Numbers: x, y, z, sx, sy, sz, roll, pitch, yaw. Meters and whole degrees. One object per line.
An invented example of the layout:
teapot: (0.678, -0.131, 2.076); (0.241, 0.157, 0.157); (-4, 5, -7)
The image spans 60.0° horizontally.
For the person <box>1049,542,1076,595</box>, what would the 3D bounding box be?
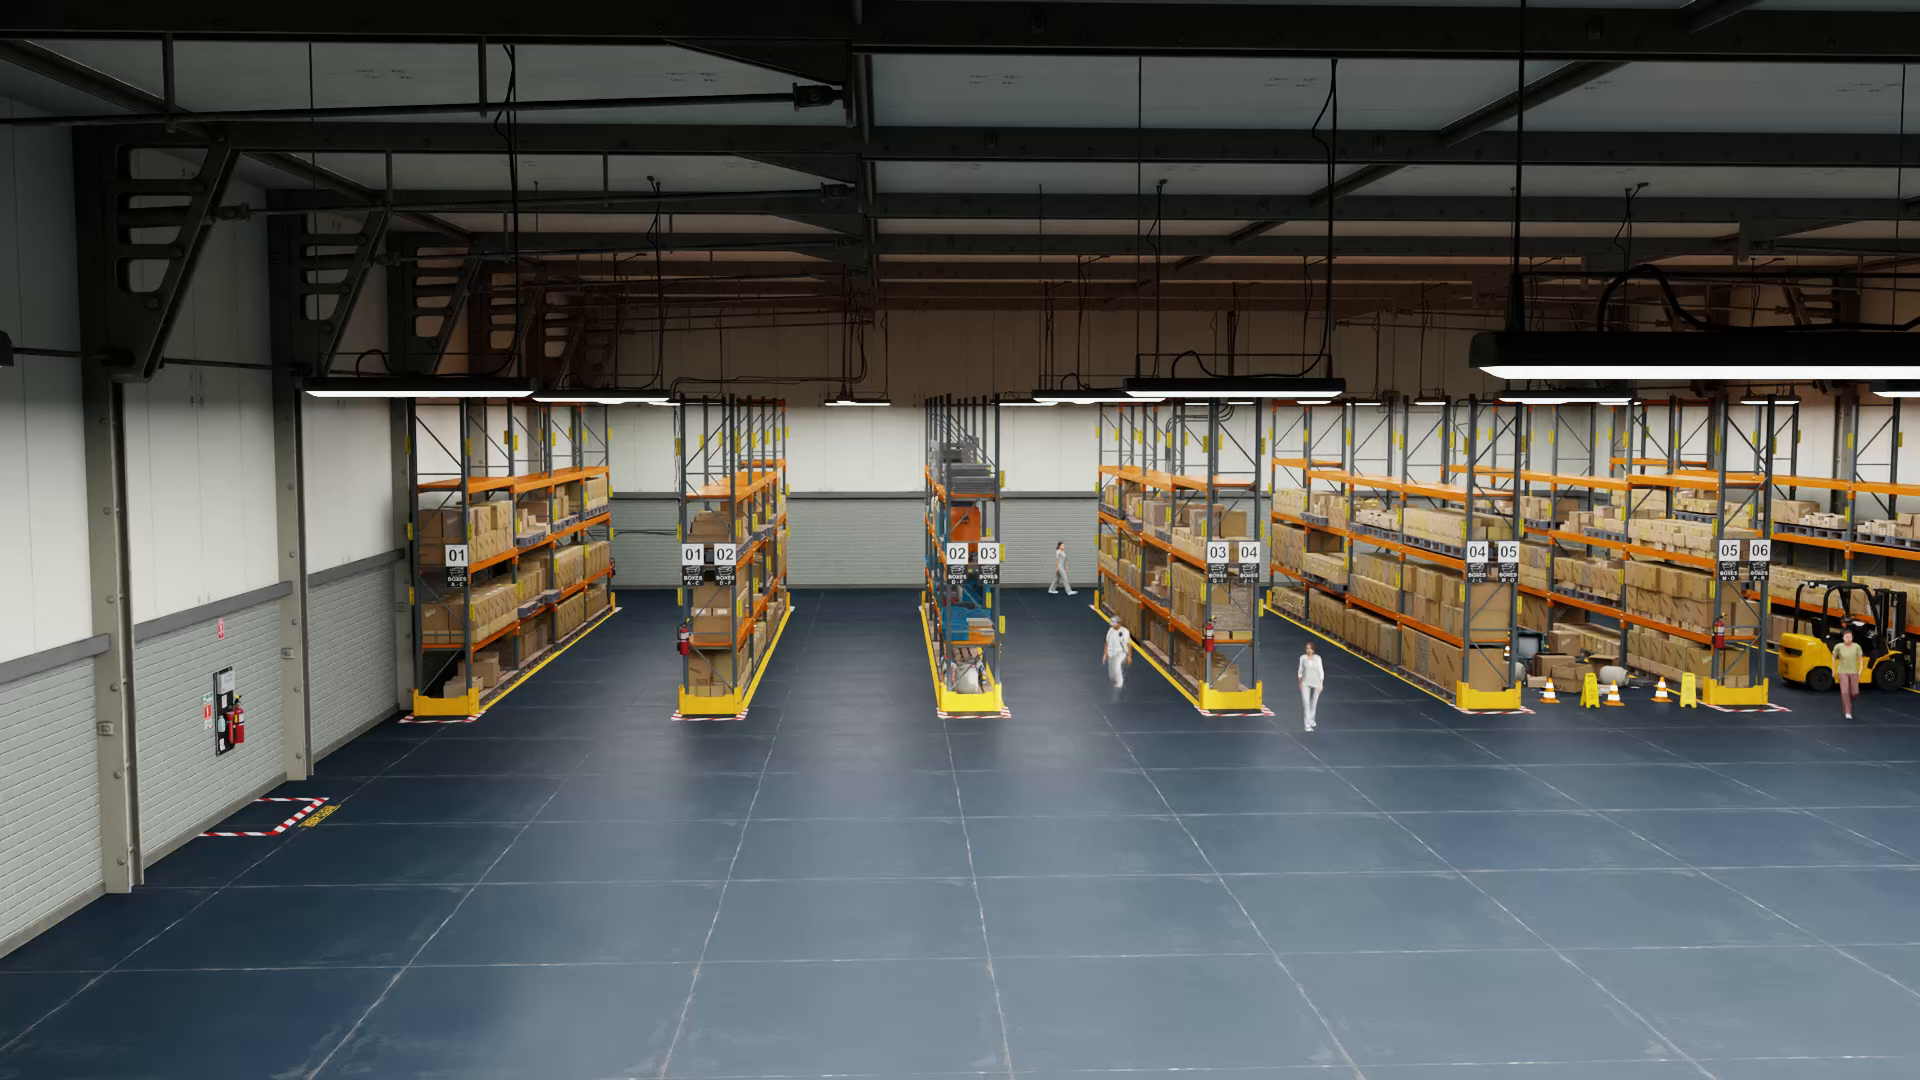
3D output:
person: (3.164, 0.861, 51.146); (0.944, 1.630, 0.453); (2, 5, 25)

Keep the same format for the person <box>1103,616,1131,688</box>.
person: (3.089, 2.180, 32.661); (0.521, 1.399, 0.900); (3, 5, 33)

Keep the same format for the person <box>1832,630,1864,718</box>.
person: (16.504, 2.464, 30.962); (0.508, 1.643, 0.647); (1, 5, 17)

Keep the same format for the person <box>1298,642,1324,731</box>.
person: (6.244, 2.592, 29.561); (0.432, 1.550, 0.903); (1, 5, 7)
